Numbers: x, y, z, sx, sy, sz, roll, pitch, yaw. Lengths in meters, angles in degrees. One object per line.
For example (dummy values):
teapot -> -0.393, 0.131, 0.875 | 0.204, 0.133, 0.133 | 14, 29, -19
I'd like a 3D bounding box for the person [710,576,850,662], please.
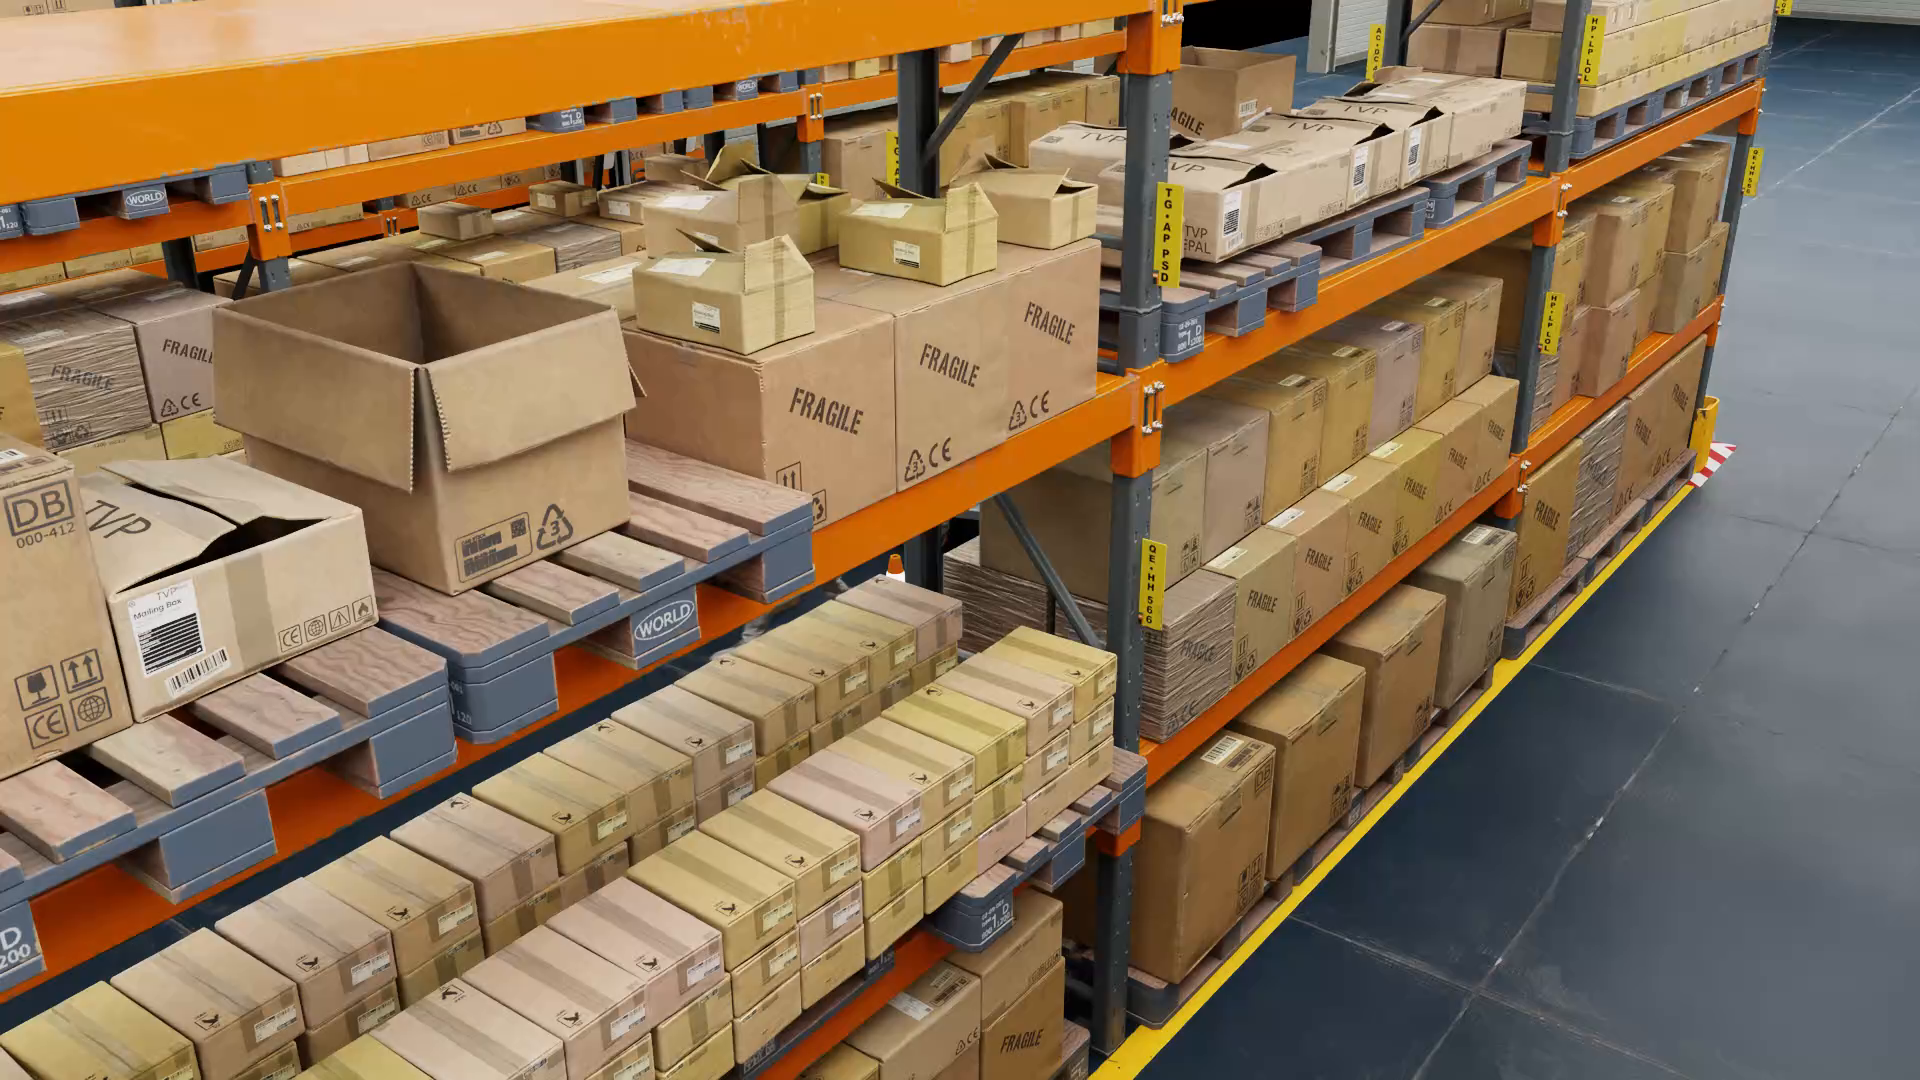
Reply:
person -> -0.940, -0.067, 9.255 | 0.874, 1.626, 0.546 | -17, 29, -34
